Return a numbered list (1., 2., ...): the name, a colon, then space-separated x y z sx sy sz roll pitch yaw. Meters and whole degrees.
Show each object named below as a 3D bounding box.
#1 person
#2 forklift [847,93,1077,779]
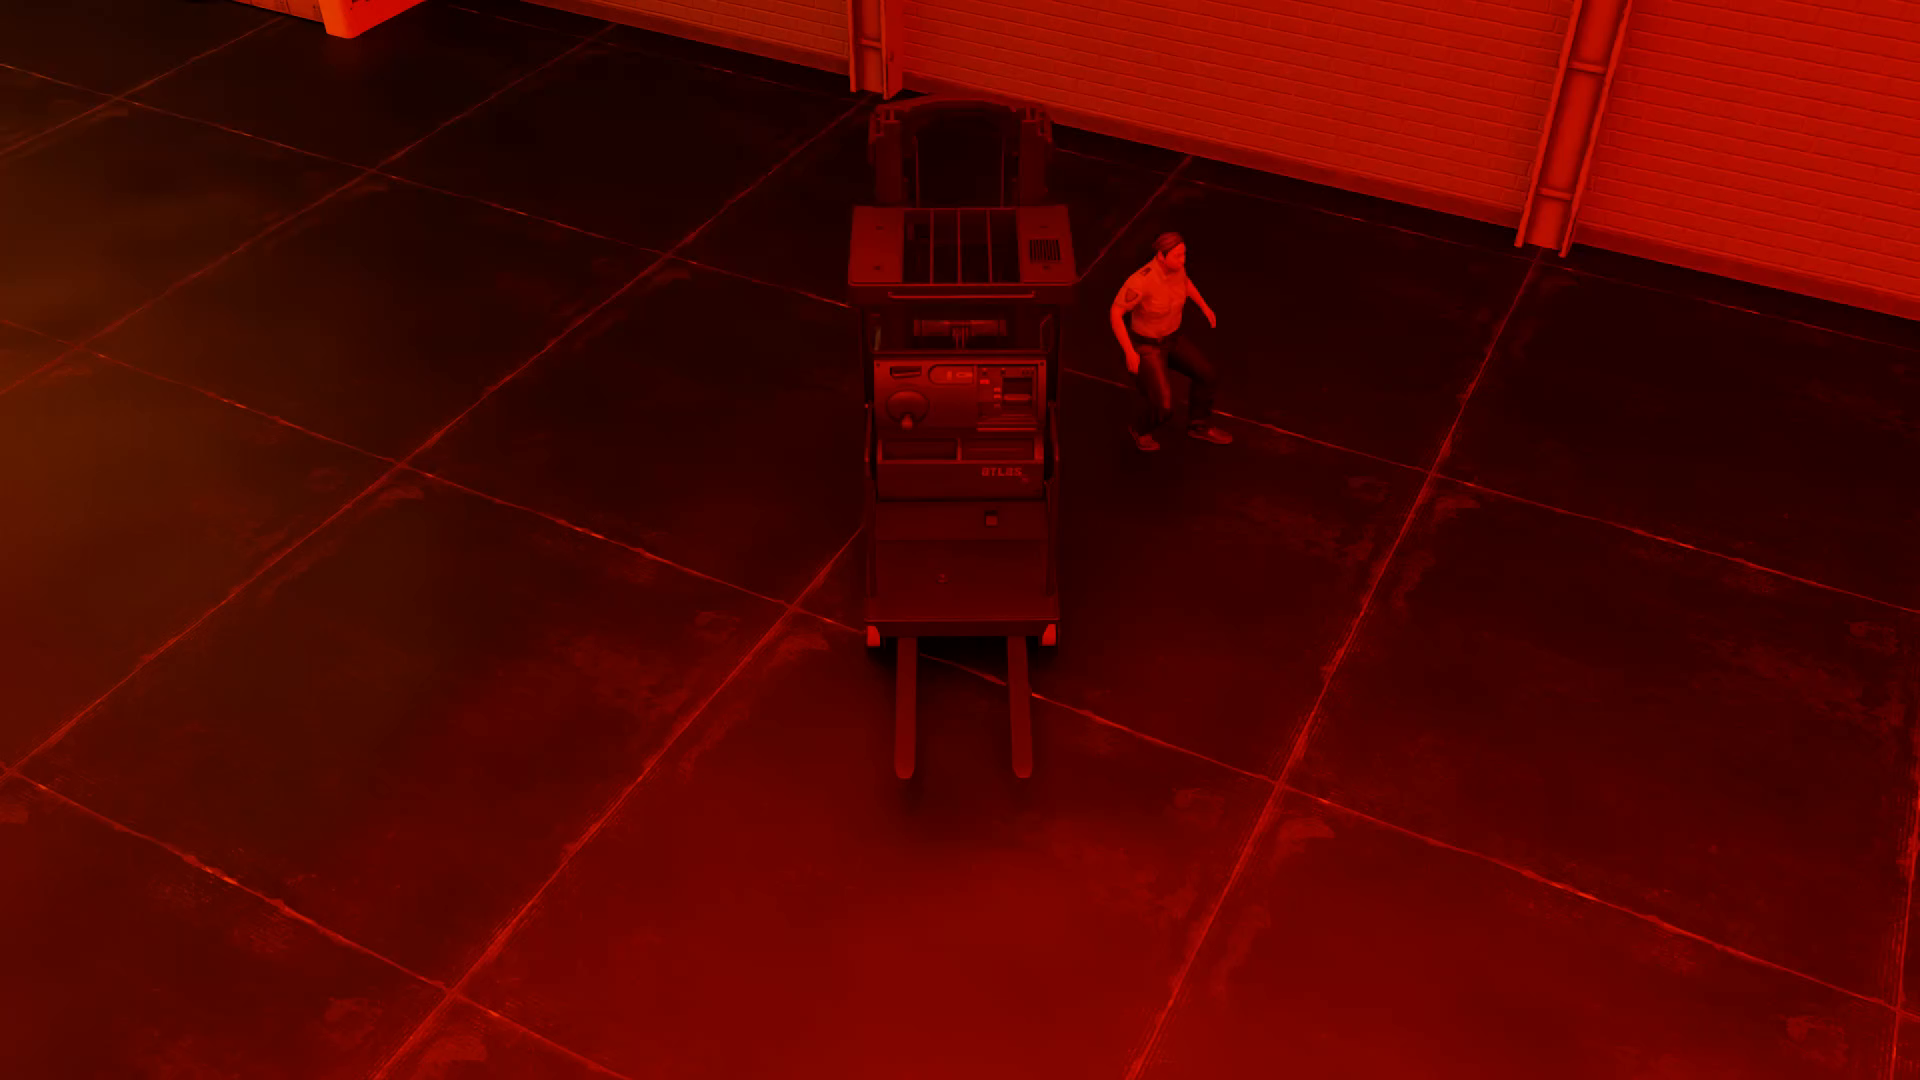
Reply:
1. person: 1.343 -1.208 10.505 0.903 1.534 0.603 -32 49 -32
2. forklift: 0.006 -0.712 8.832 1.130 2.935 3.031 0 40 0
